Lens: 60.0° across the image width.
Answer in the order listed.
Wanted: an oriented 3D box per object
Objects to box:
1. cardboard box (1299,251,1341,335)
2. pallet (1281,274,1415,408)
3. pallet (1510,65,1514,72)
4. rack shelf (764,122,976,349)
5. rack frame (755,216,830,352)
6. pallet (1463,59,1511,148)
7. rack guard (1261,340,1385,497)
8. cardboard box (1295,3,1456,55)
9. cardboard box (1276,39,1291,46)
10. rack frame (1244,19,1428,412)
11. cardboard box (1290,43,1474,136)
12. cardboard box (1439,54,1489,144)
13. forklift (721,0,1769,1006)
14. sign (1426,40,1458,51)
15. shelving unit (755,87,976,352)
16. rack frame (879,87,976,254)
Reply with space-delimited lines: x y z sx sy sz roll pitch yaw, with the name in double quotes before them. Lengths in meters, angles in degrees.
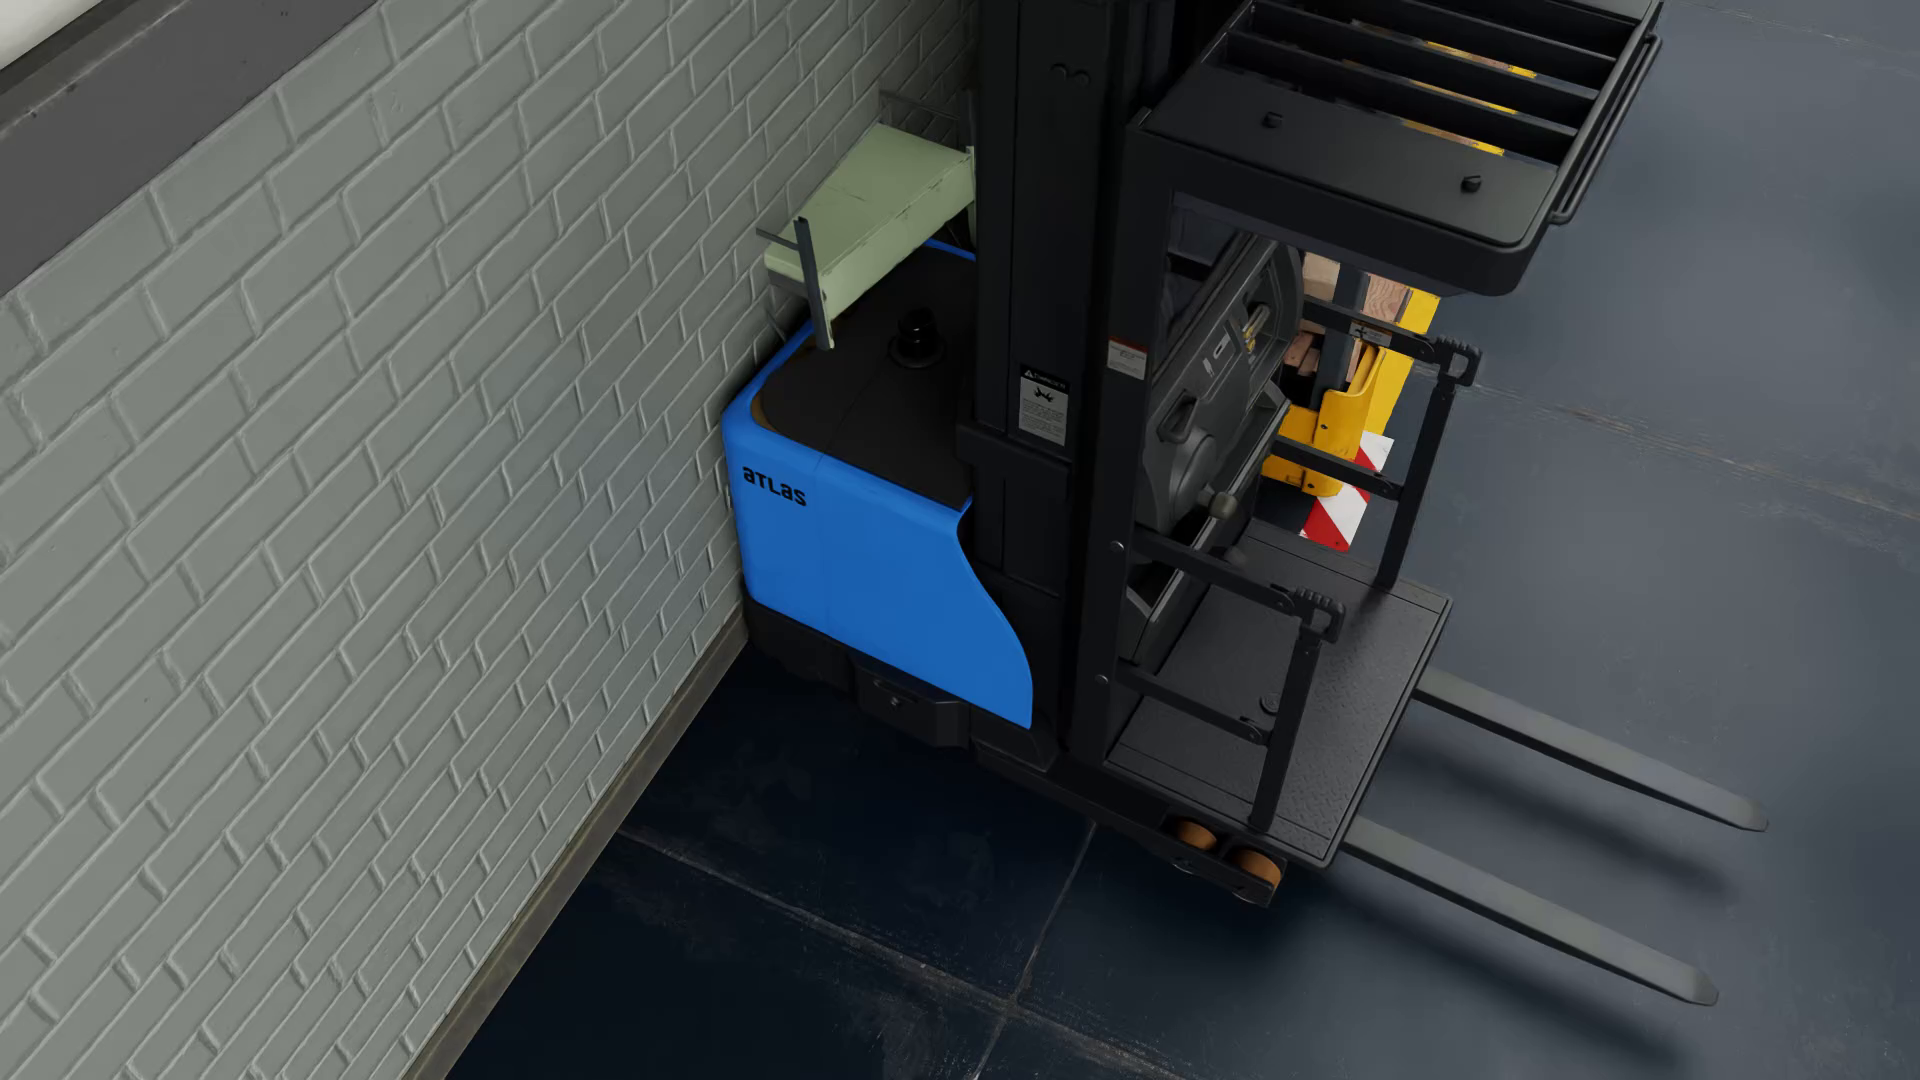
"cardboard box" 1.212 -1.081 6.176 0.500 0.311 0.500 14 51 12
"pallet" 1.247 -1.059 6.512 1.003 0.211 1.213 20 52 16
"pallet" 2.289 -2.739 7.942 1.003 0.211 1.213 20 52 16
"rack shelf" -0.321 -0.904 4.982 0.431 0.370 0.720 26 54 28
"rack frame" -0.508 -0.412 5.075 0.400 1.500 0.023 26 54 28
"pallet" 1.769 -1.896 7.225 1.003 0.211 1.213 20 52 16
"rack guard" 0.868 -0.604 5.936 1.175 0.500 0.348 20 52 16
"cardboard box" 1.311 -1.794 4.900 0.500 0.500 0.500 20 52 16
"cardboard box" 0.860 -1.705 5.317 0.500 0.250 0.500 20 53 17
"rack frame" 0.835 -1.362 4.940 1.000 3.000 0.127 20 52 16
"cardboard box" 1.331 -1.553 5.187 0.500 0.250 0.500 18 52 15
"cardboard box" 1.814 -2.023 6.855 0.700 0.500 0.500 17 52 14
"forklift" 0.848 -0.360 4.132 3.031 2.935 1.130 23 54 19
"sign" 1.326 -1.466 4.460 0.100 0.325 0.005 20 52 16
"shelving unit" -0.288 -0.636 5.263 0.431 1.500 0.755 26 54 28
"rack frame" -0.068 -0.860 5.451 0.400 1.500 0.023 26 54 28
